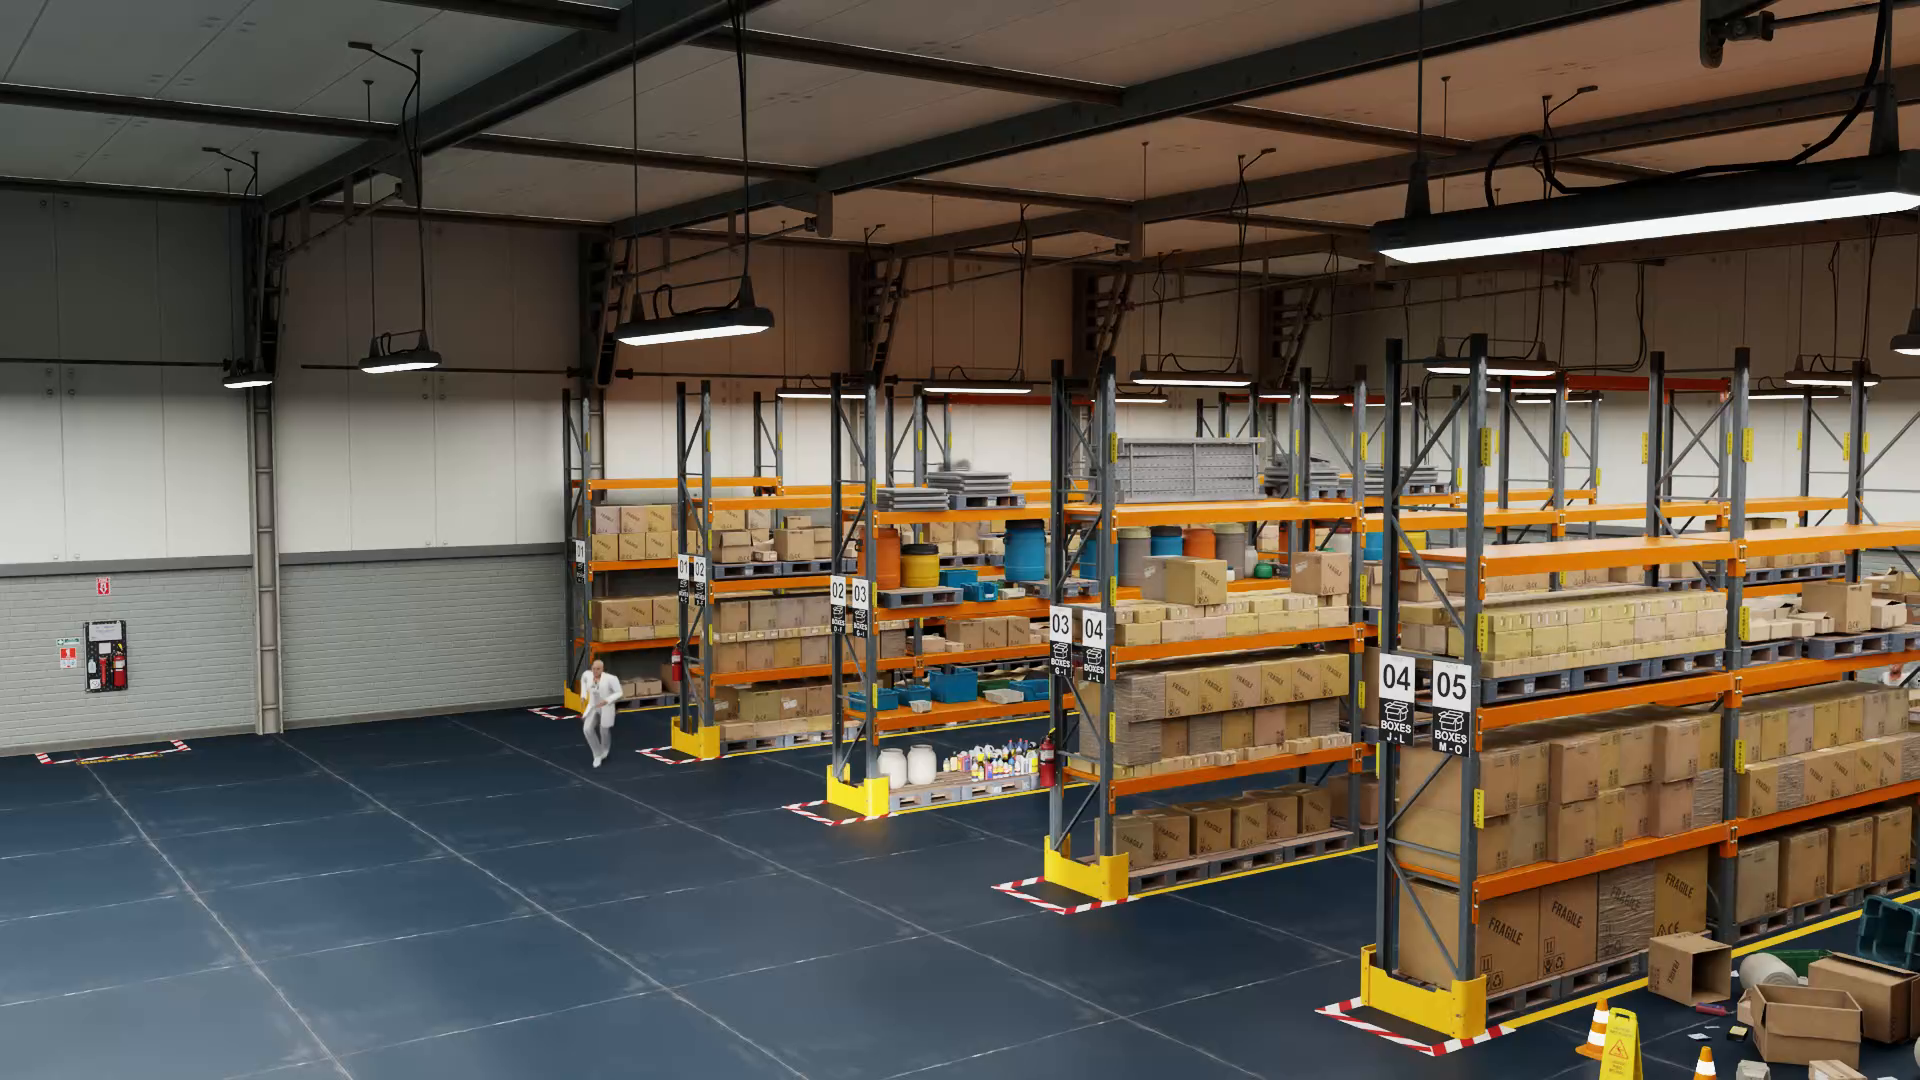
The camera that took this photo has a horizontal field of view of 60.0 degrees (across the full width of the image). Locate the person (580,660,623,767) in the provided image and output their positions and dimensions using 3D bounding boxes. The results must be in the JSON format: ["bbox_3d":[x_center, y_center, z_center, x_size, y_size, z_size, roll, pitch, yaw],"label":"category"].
[{"bbox_3d":[-5.578,2.689,26.102,0.730,1.722,0.978,0,4,7],"label":"person"}]

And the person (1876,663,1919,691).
[{"bbox_3d":[14.487,2.644,25.699,0.776,1.743,0.653,-4,5,-45],"label":"person"}]
